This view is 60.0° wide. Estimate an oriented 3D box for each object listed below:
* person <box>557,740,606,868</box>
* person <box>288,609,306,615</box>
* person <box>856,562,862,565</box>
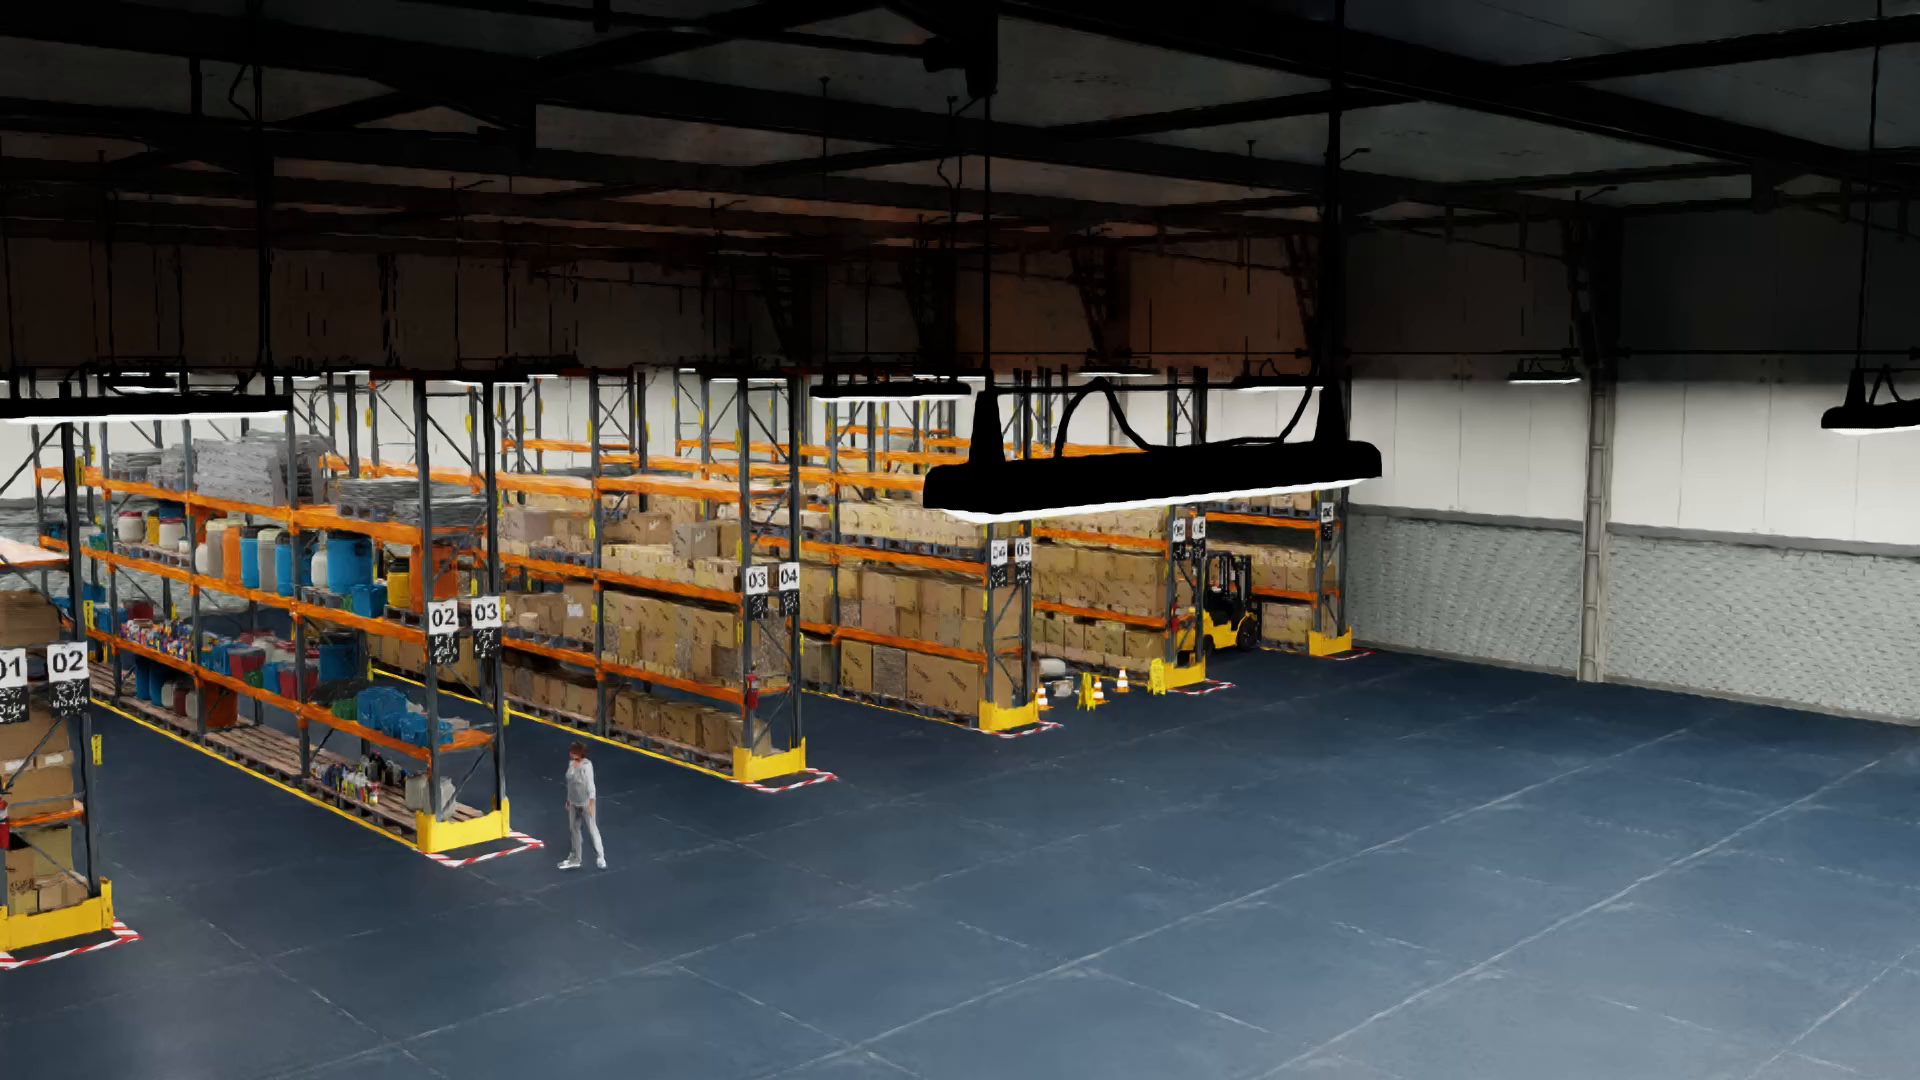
[{"bbox_3d":[-4.624,3.239,20.406,0.532,1.593,0.478,5,8,36],"label":"person"},{"bbox_3d":[-15.914,1.017,40.056,0.507,1.619,0.598,6,9,43],"label":"person"},{"bbox_3d":[-2.192,1.361,36.154,0.581,1.768,0.641,-2,7,-20],"label":"person"}]
